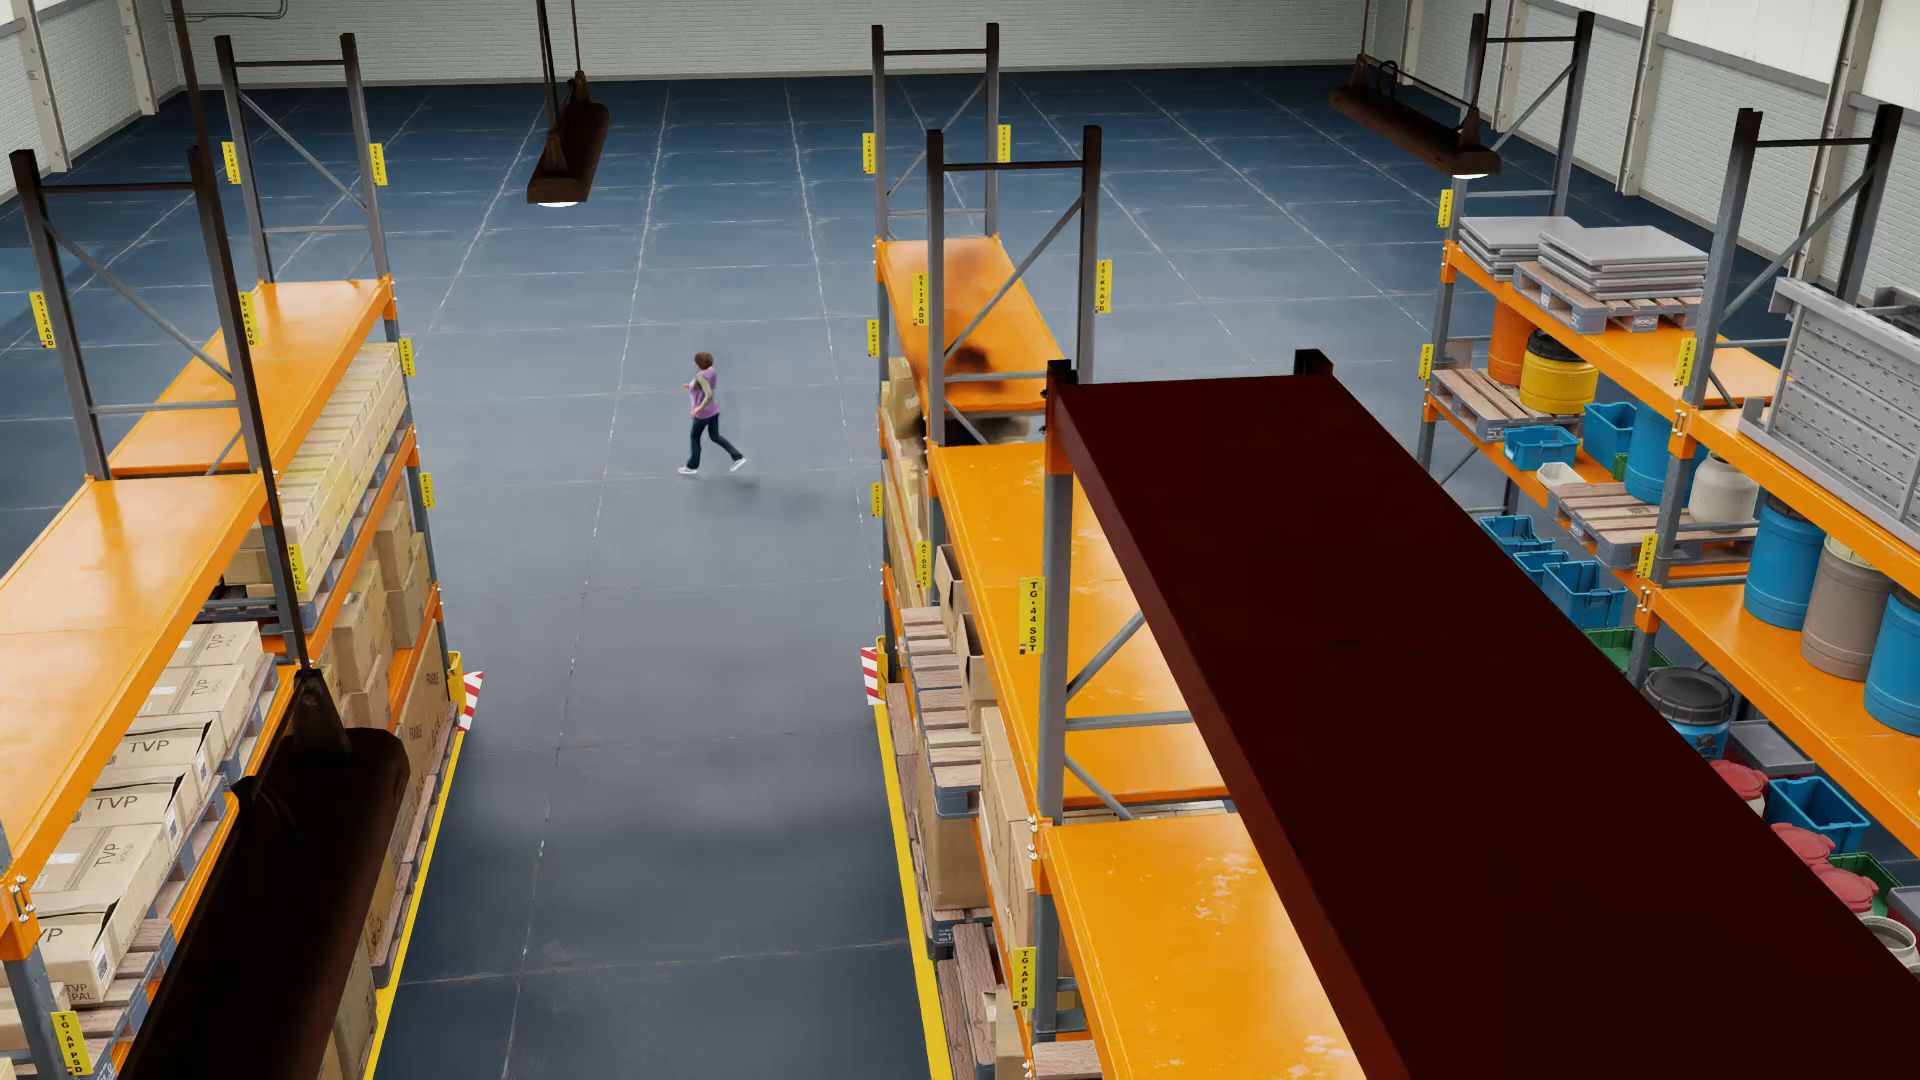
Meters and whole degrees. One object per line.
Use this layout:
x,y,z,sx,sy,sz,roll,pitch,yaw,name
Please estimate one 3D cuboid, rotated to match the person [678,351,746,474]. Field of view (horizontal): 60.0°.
-2.999,-1.493,19.742,0.895,1.583,0.539,9,27,19,person
